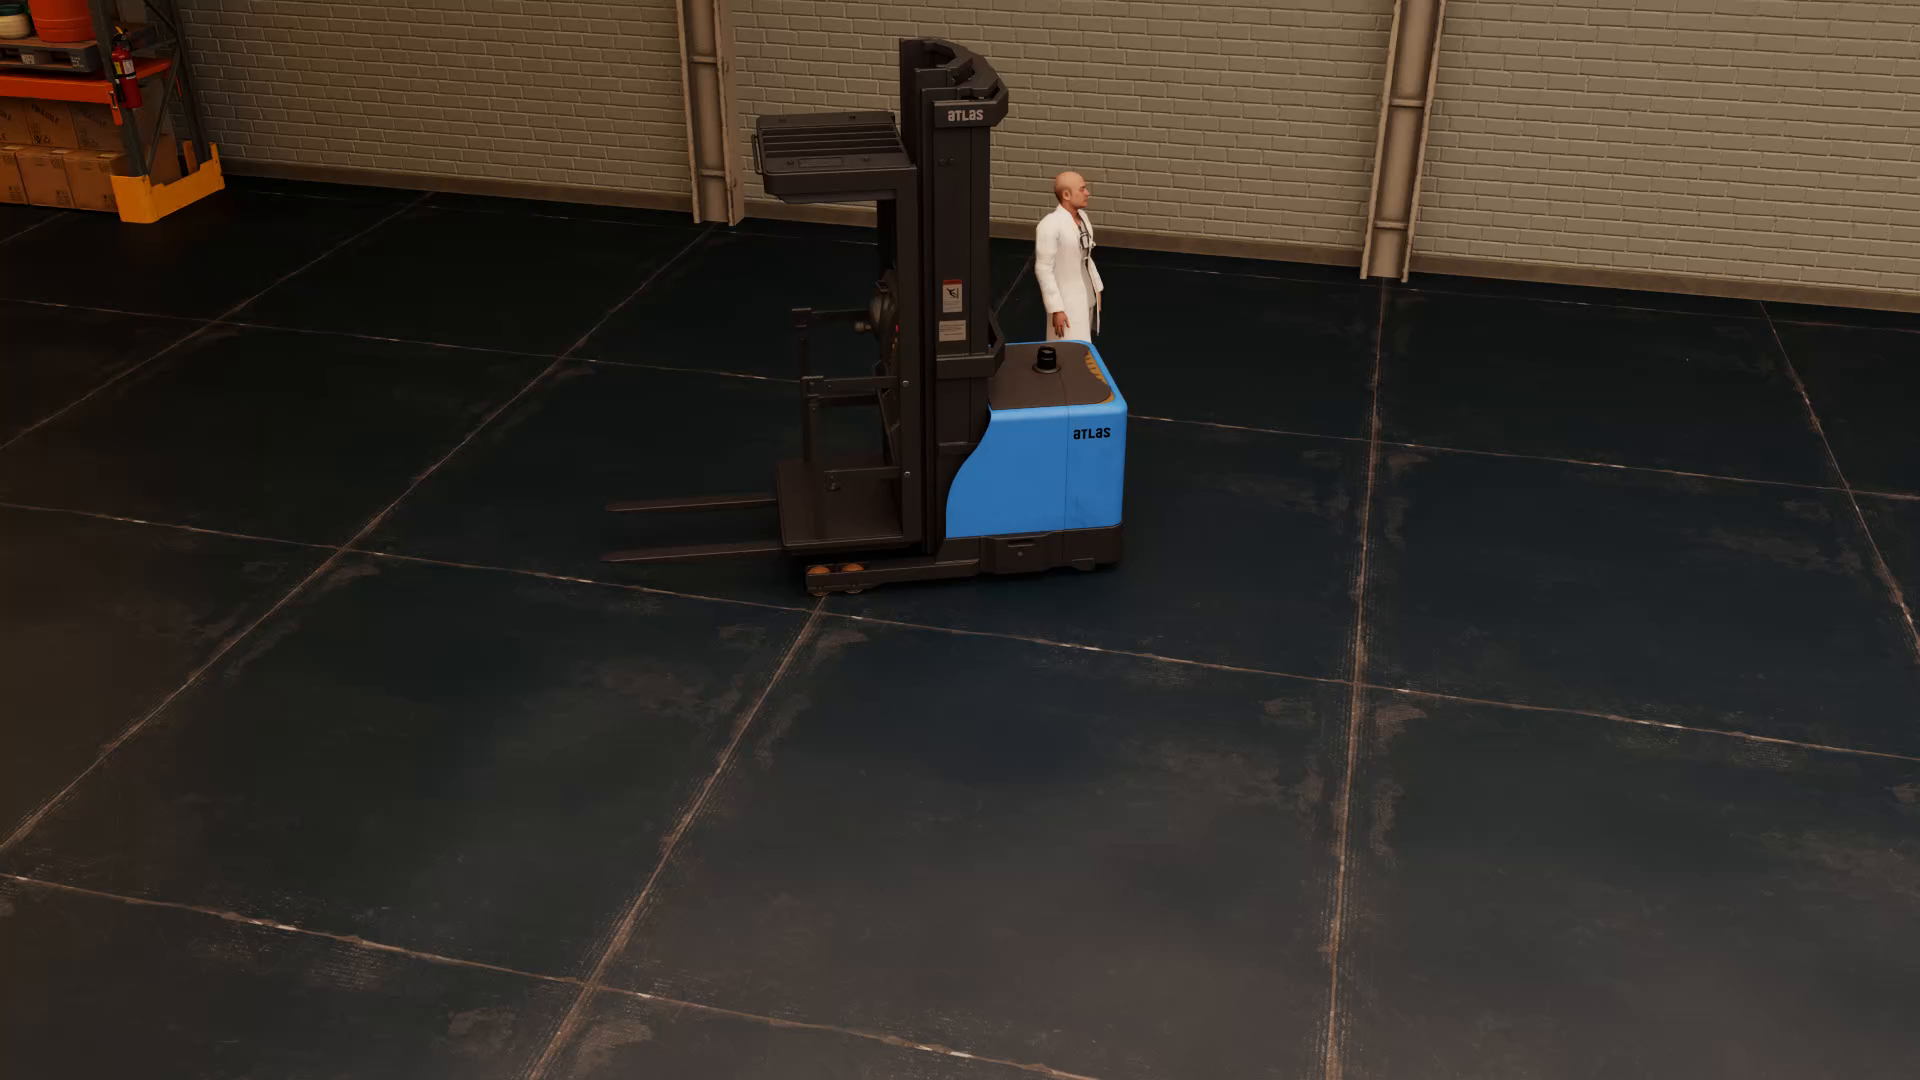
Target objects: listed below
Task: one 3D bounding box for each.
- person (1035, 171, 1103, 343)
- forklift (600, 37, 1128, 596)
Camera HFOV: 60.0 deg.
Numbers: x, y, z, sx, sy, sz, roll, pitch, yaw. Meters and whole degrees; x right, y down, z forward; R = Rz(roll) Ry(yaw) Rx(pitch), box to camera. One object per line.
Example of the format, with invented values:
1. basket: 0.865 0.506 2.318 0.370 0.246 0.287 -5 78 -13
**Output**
1. person: 0.829 -1.539 11.041 0.578 1.779 0.698 16 33 25
2. forklift: -0.602 -1.232 9.345 3.031 2.935 1.130 -4 30 -7
